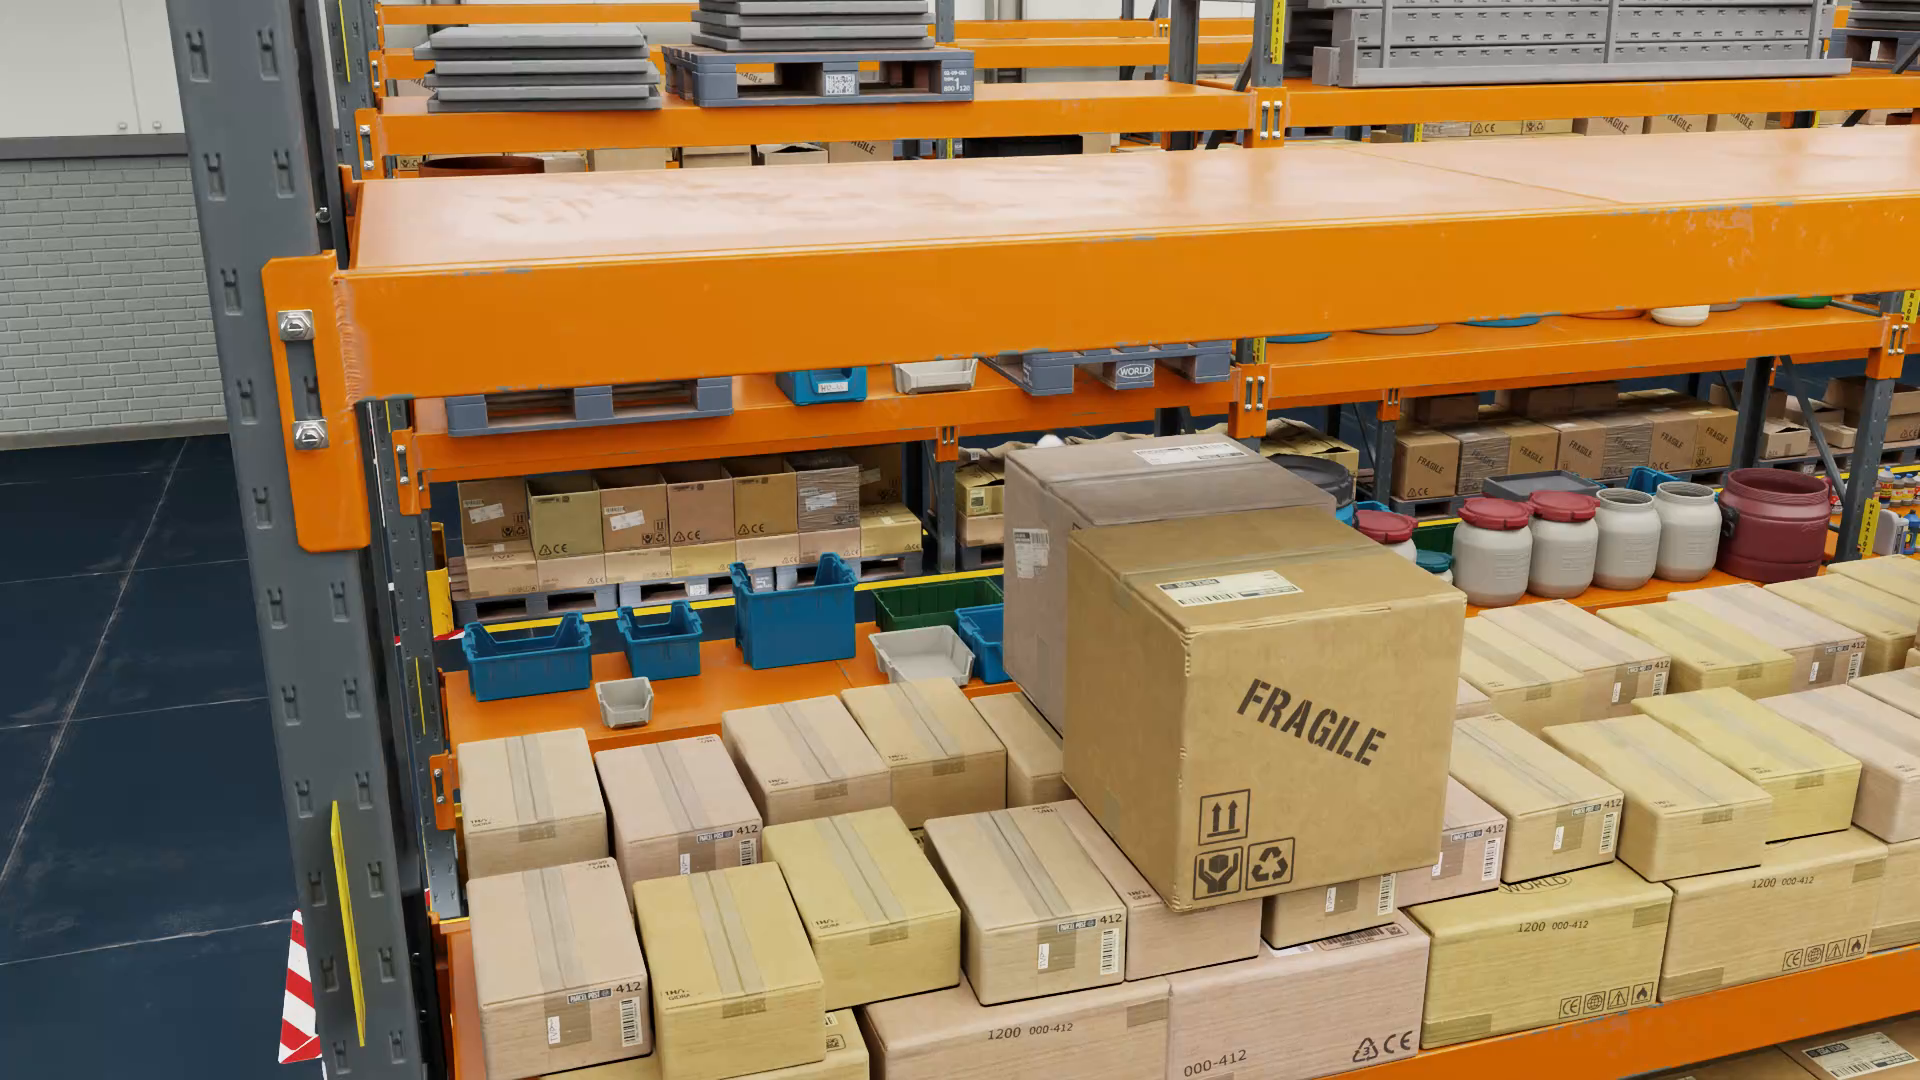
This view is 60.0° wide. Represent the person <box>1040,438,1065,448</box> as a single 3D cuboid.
[{"bbox_3d":[0.593,0.159,11.109,0.534,1.762,0.400,-6,20,-16],"label":"person"}]
